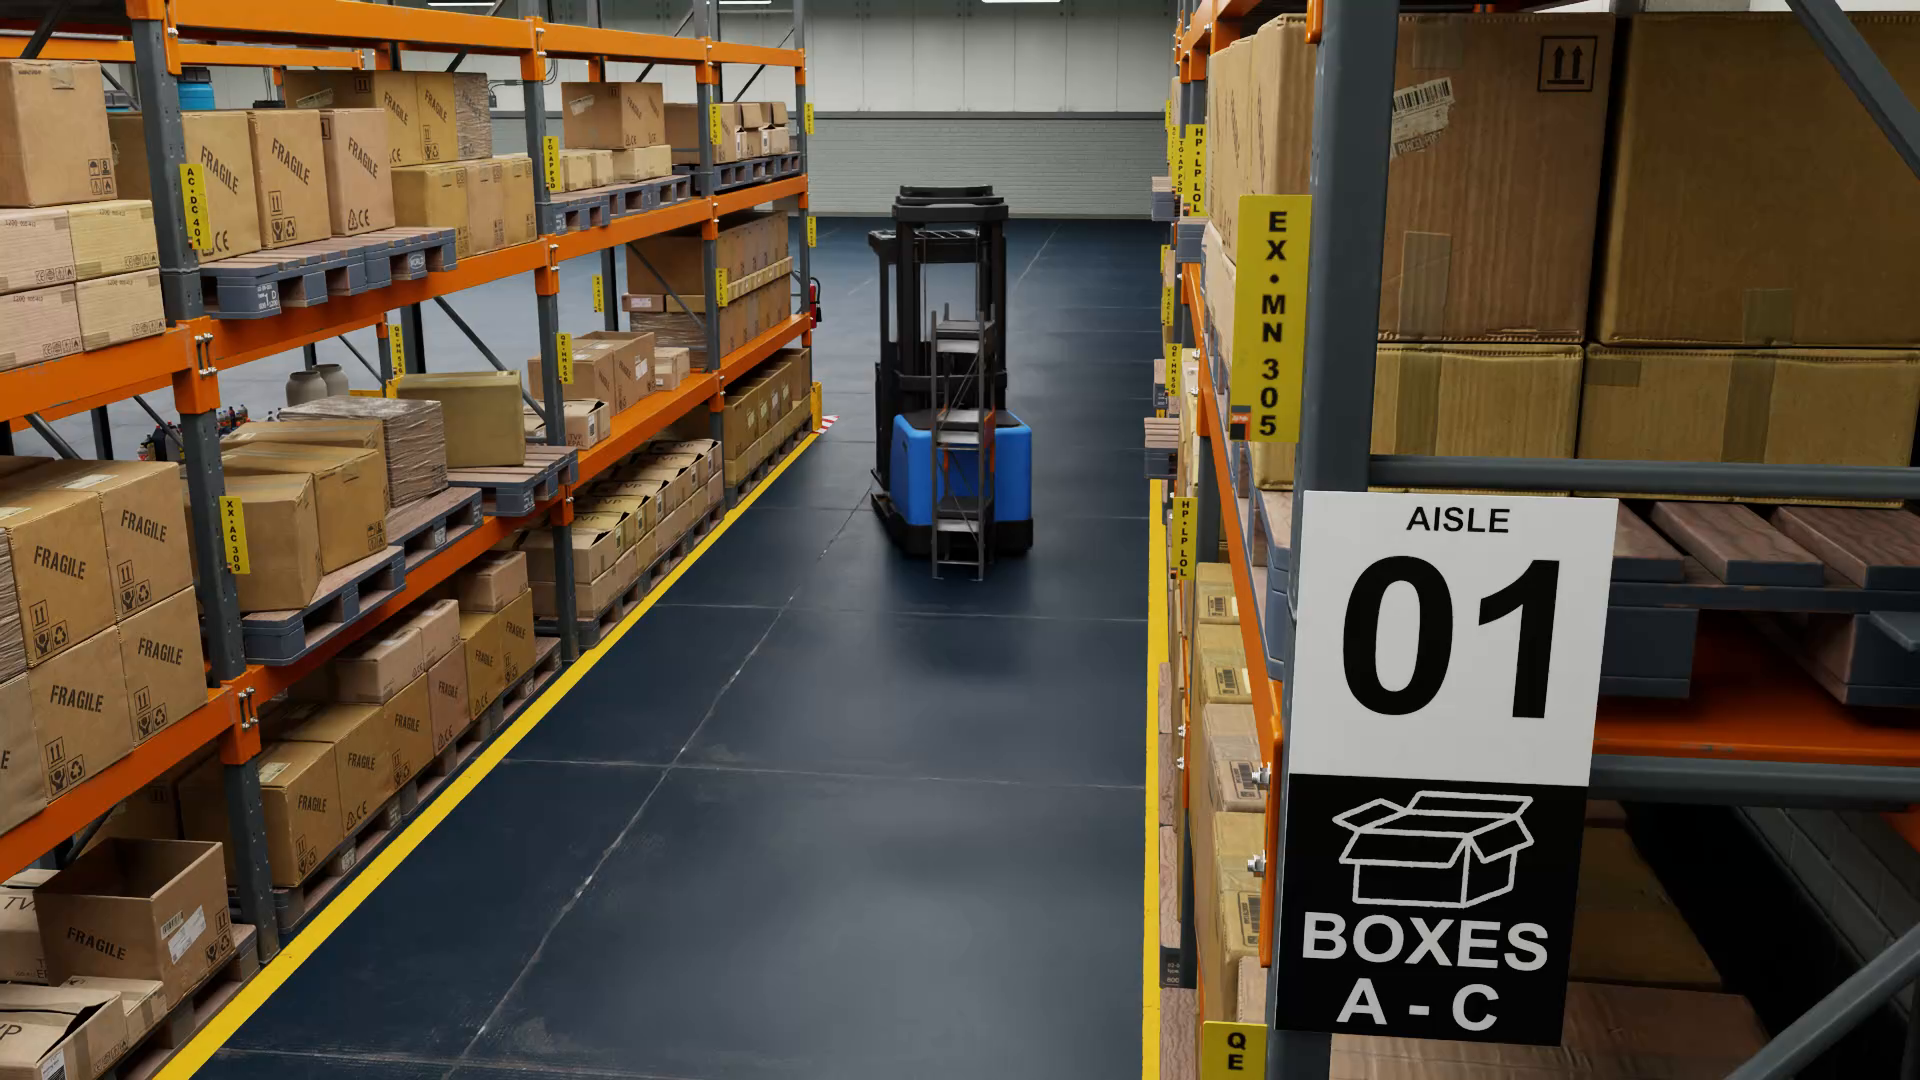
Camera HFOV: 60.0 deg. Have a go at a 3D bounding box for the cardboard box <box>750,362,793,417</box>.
[{"bbox_3d":[-2.031,-1.557,17.200,0.500,0.500,0.500,2,15,6],"label":"cardboard box"}]

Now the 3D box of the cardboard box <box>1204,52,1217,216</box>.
[{"bbox_3d":[1.042,-1.282,5.265,0.500,0.500,0.500,2,15,6],"label":"cardboard box"}]

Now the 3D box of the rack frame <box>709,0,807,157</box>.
[{"bbox_3d":[-2.167,-5.623,17.718,1.000,3.000,0.127,2,15,6],"label":"rack frame"}]

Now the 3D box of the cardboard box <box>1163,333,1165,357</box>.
[{"bbox_3d":[2.162,-1.874,15.594,0.500,0.250,0.500,2,15,6],"label":"cardboard box"}]

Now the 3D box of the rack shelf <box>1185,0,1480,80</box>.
[{"bbox_3d":[1.627,-2.344,7.737,1.077,0.370,4.000,2,15,6],"label":"rack shelf"}]

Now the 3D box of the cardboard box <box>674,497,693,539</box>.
[{"bbox_3d":[-2.494,-0.185,13.564,0.500,0.250,0.500,2,15,8],"label":"cardboard box"}]

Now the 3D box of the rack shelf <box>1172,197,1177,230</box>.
[{"bbox_3d":[2.529,-3.164,15.750,1.077,0.370,4.000,2,15,6],"label":"rack shelf"}]

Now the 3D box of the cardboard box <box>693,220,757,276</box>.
[{"bbox_3d":[-2.405,-2.870,16.353,0.700,0.500,0.500,2,15,6],"label":"cardboard box"}]

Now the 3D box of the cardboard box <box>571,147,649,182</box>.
[{"bbox_3d":[-2.757,-2.966,13.121,0.500,0.250,0.500,0,15,1],"label":"cardboard box"}]

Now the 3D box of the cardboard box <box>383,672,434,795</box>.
[{"bbox_3d":[-3.112,0.993,8.689,0.500,0.500,0.500,2,15,7],"label":"cardboard box"}]

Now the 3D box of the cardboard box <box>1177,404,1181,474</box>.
[{"bbox_3d":[1.543,-0.591,9.800,0.500,0.500,0.500,2,15,8],"label":"cardboard box"}]

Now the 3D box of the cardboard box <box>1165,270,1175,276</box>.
[{"bbox_3d":[2.168,-2.236,15.496,0.500,0.500,0.500,1,15,5],"label":"cardboard box"}]

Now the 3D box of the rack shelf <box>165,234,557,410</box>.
[{"bbox_3d":[-3.296,-1.234,8.612,1.077,0.370,4.000,2,15,6],"label":"rack shelf"}]

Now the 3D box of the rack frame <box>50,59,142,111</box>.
[{"bbox_3d":[-7.540,-4.733,14.425,1.000,3.000,0.127,2,15,6],"label":"rack frame"}]

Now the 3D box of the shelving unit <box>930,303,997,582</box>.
[{"bbox_3d":[0.029,-0.761,12.952,0.431,2.100,0.503,3,15,11],"label":"shelving unit"}]

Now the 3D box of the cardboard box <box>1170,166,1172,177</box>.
[{"bbox_3d":[2.318,-3.736,16.255,0.500,0.500,0.500,2,15,9],"label":"cardboard box"}]

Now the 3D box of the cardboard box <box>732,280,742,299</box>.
[{"bbox_3d":[-2.282,-2.380,15.784,0.380,0.149,0.250,1,15,4],"label":"cardboard box"}]

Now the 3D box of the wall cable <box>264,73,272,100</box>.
[{"bbox_3d":[-22.732,-13.206,51.710,3.097,2.526,0.112,2,15,6],"label":"wall cable"}]

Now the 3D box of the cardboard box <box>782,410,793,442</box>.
[{"bbox_3d":[-2.034,-1.195,17.298,0.500,0.250,0.500,2,15,6],"label":"cardboard box"}]

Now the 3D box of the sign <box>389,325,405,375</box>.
[{"bbox_3d":[-3.622,-1.227,10.734,0.100,0.325,0.005,2,15,6],"label":"sign"}]

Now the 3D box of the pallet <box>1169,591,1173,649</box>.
[{"bbox_3d":[1.942,0.636,11.406,1.003,0.211,1.213,2,15,6],"label":"pallet"}]

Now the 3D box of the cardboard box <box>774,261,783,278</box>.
[{"bbox_3d":[-2.078,-2.850,17.520,0.380,0.149,0.250,1,15,5],"label":"cardboard box"}]

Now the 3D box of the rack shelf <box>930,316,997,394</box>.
[{"bbox_3d":[0.029,-1.423,12.773,0.431,0.518,0.480,3,15,11],"label":"rack shelf"}]

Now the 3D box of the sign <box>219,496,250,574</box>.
[{"bbox_3d":[-2.982,-0.019,6.827,0.100,0.325,0.005,2,15,6],"label":"sign"}]

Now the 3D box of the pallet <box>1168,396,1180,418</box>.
[{"bbox_3d":[2.035,-0.929,12.220,1.003,0.211,1.213,2,15,6],"label":"pallet"}]

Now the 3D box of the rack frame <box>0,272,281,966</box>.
[{"bbox_3d":[-3.522,0.385,6.992,1.000,3.000,0.127,2,15,6],"label":"rack frame"}]

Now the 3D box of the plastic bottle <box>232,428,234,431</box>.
[{"bbox_3d":[-7.140,-0.970,16.388,0.097,0.271,0.097,0,15,0],"label":"plastic bottle"}]

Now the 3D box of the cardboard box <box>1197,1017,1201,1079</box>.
[{"bbox_3d":[1.155,1.855,5.539,0.700,0.500,0.500,2,15,6],"label":"cardboard box"}]

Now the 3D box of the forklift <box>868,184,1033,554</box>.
[{"bbox_3d":[-0.197,-1.639,14.609,1.130,2.935,3.031,-3,15,-11],"label":"forklift"}]

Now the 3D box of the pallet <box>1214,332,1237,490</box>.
[{"bbox_3d":[1.158,-0.348,4.125,1.003,0.211,1.213,2,15,6],"label":"pallet"}]

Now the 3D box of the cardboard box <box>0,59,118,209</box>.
[{"bbox_3d":[-3.538,-1.467,5.986,0.700,0.500,0.500,2,15,6],"label":"cardboard box"}]

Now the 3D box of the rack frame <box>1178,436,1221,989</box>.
[{"bbox_3d":[1.401,0.530,6.456,1.000,3.000,0.127,2,15,6],"label":"rack frame"}]

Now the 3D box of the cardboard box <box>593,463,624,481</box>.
[{"bbox_3d":[-3.032,-0.472,13.550,0.500,0.311,0.500,1,15,4],"label":"cardboard box"}]

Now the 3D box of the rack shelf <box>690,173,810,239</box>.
[{"bbox_3d":[-2.393,-3.309,16.286,1.077,0.370,4.000,2,15,6],"label":"rack shelf"}]

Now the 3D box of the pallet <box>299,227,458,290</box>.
[{"bbox_3d":[-3.264,-1.408,8.238,1.213,0.211,1.003,2,15,6],"label":"pallet"}]

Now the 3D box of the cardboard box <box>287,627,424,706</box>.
[{"bbox_3d":[-3.112,0.640,8.559,0.500,0.250,0.500,2,15,6],"label":"cardboard box"}]

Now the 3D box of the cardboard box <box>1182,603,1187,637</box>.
[{"bbox_3d":[1.208,0.343,7.589,0.380,0.149,0.250,2,15,6],"label":"cardboard box"}]

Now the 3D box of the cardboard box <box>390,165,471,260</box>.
[{"bbox_3d":[-3.202,-1.767,9.014,0.910,0.500,0.500,2,15,6],"label":"cardboard box"}]

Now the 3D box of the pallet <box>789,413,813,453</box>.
[{"bbox_3d":[-2.212,-1.182,18.127,1.003,0.211,1.213,2,15,6],"label":"pallet"}]

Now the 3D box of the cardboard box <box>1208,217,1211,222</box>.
[{"bbox_3d":[1.061,-0.925,5.382,0.500,0.250,0.500,2,15,6],"label":"cardboard box"}]

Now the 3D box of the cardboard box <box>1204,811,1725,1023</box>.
[{"bbox_3d":[1.068,1.101,3.769,0.980,0.700,0.700,2,15,6],"label":"cardboard box"}]

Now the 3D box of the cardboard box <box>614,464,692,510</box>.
[{"bbox_3d":[-2.491,-0.458,13.498,0.500,0.311,0.500,2,15,6],"label":"cardboard box"}]

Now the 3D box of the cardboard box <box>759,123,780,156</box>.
[{"bbox_3d":[-2.098,-3.952,16.382,0.500,0.311,0.500,4,16,13],"label":"cardboard box"}]

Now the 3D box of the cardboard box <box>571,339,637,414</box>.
[{"bbox_3d":[-2.838,-1.273,12.931,0.500,0.500,0.500,2,15,6],"label":"cardboard box"}]

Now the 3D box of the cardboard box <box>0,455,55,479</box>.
[{"bbox_3d":[-3.854,-0.032,6.427,0.500,0.500,0.500,2,15,8],"label":"cardboard box"}]

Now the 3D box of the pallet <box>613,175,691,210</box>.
[{"bbox_3d":[-2.705,-2.816,13.451,0.805,0.209,1.217,1,15,4],"label":"pallet"}]

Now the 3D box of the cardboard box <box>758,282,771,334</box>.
[{"bbox_3d":[-2.349,-2.390,17.062,0.700,0.500,0.500,2,15,7],"label":"cardboard box"}]

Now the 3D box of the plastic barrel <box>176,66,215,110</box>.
[{"bbox_3d":[-7.321,-3.984,15.639,0.600,0.901,0.708,2,15,6],"label":"plastic barrel"}]

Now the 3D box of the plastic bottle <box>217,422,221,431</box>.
[{"bbox_3d":[-7.664,-1.134,17.128,0.097,0.201,0.097,0,15,0],"label":"plastic bottle"}]

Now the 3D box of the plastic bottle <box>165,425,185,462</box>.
[{"bbox_3d":[-7.611,-0.942,16.130,0.144,0.351,0.185,2,15,6],"label":"plastic bottle"}]

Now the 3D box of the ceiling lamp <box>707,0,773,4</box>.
[{"bbox_3d":[-5.737,-15.230,42.063,2.000,3.185,0.800,2,15,6],"label":"ceiling lamp"}]

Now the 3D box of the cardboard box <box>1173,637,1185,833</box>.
[{"bbox_3d":[1.442,0.962,8.172,0.750,0.750,0.750,2,15,8],"label":"cardboard box"}]

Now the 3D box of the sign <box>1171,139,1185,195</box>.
[{"bbox_3d":[1.313,-2.222,9.894,0.100,0.325,0.005,2,15,6],"label":"sign"}]
